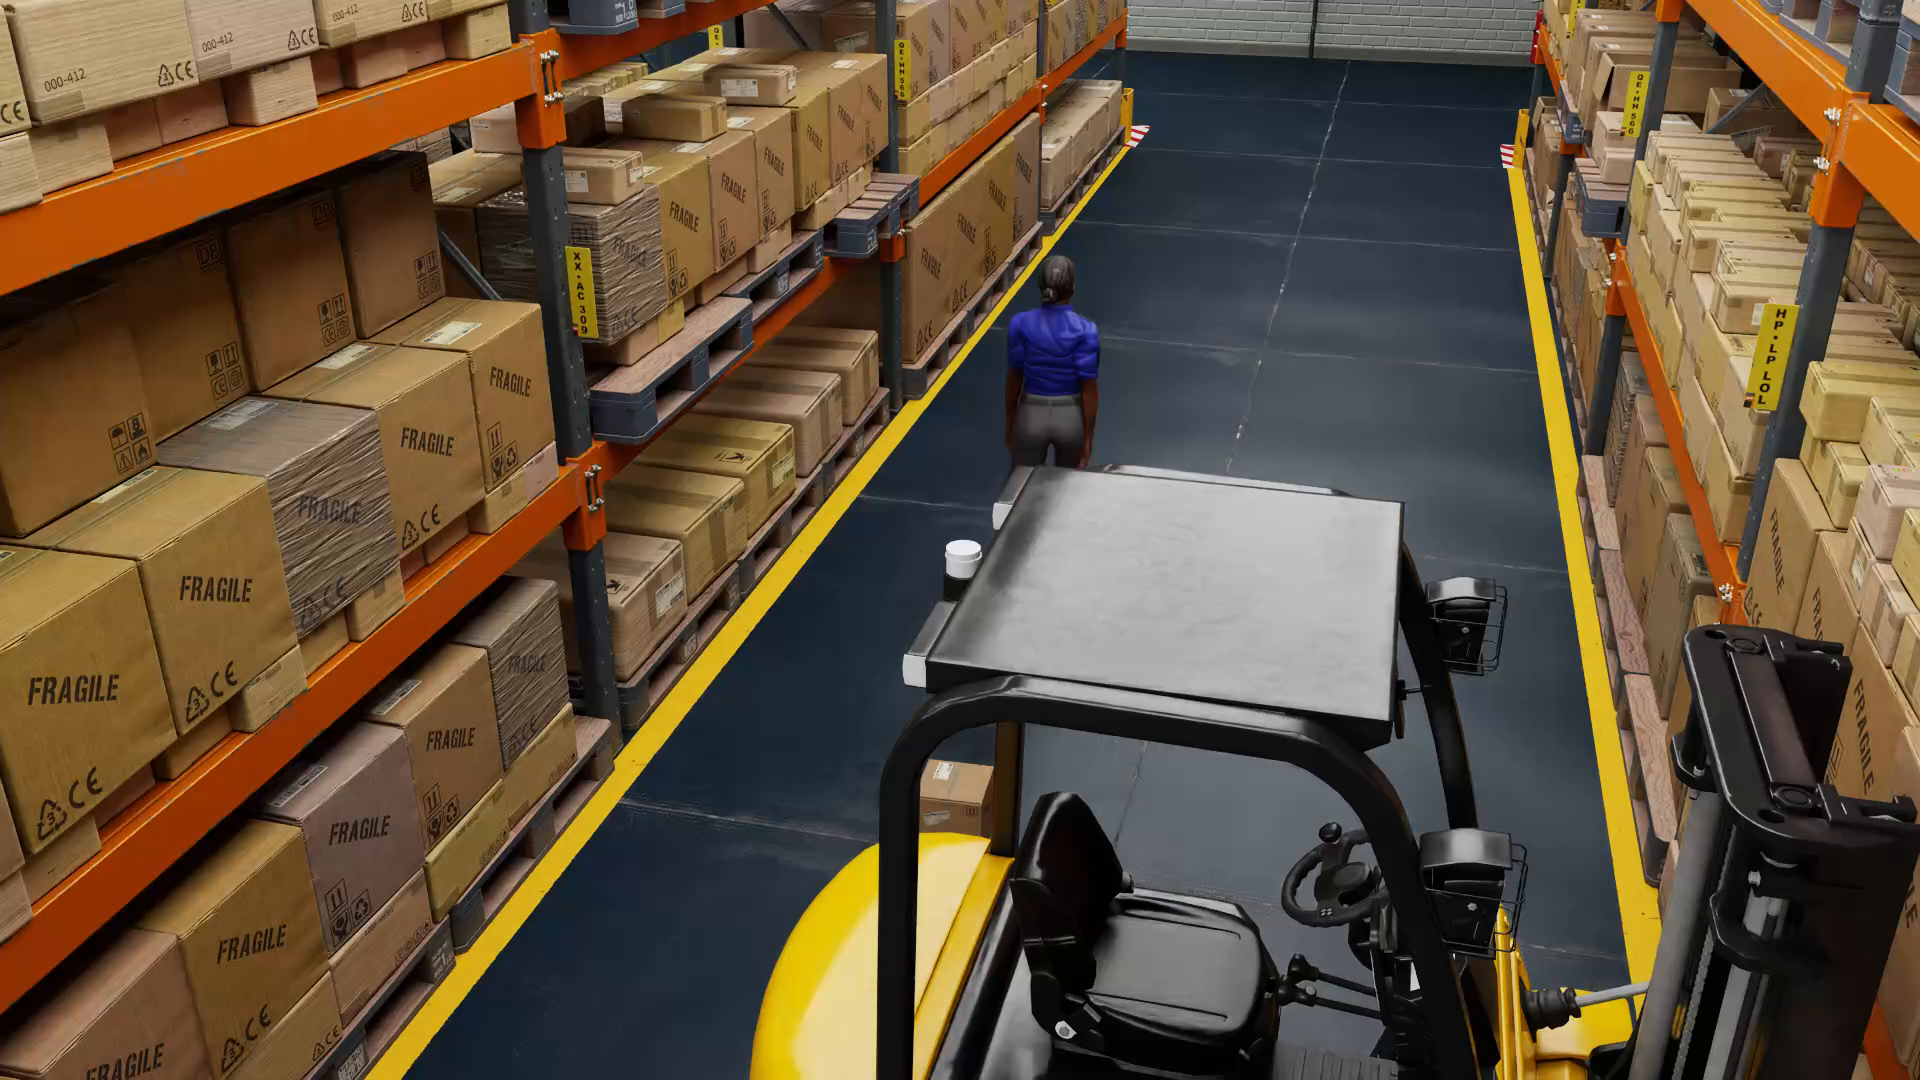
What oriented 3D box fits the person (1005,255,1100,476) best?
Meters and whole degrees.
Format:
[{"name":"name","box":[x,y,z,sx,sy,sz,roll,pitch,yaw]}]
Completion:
[{"name":"person","box":[0.411,-0.511,7.645,0.445,1.628,0.736,5,26,9]}]
